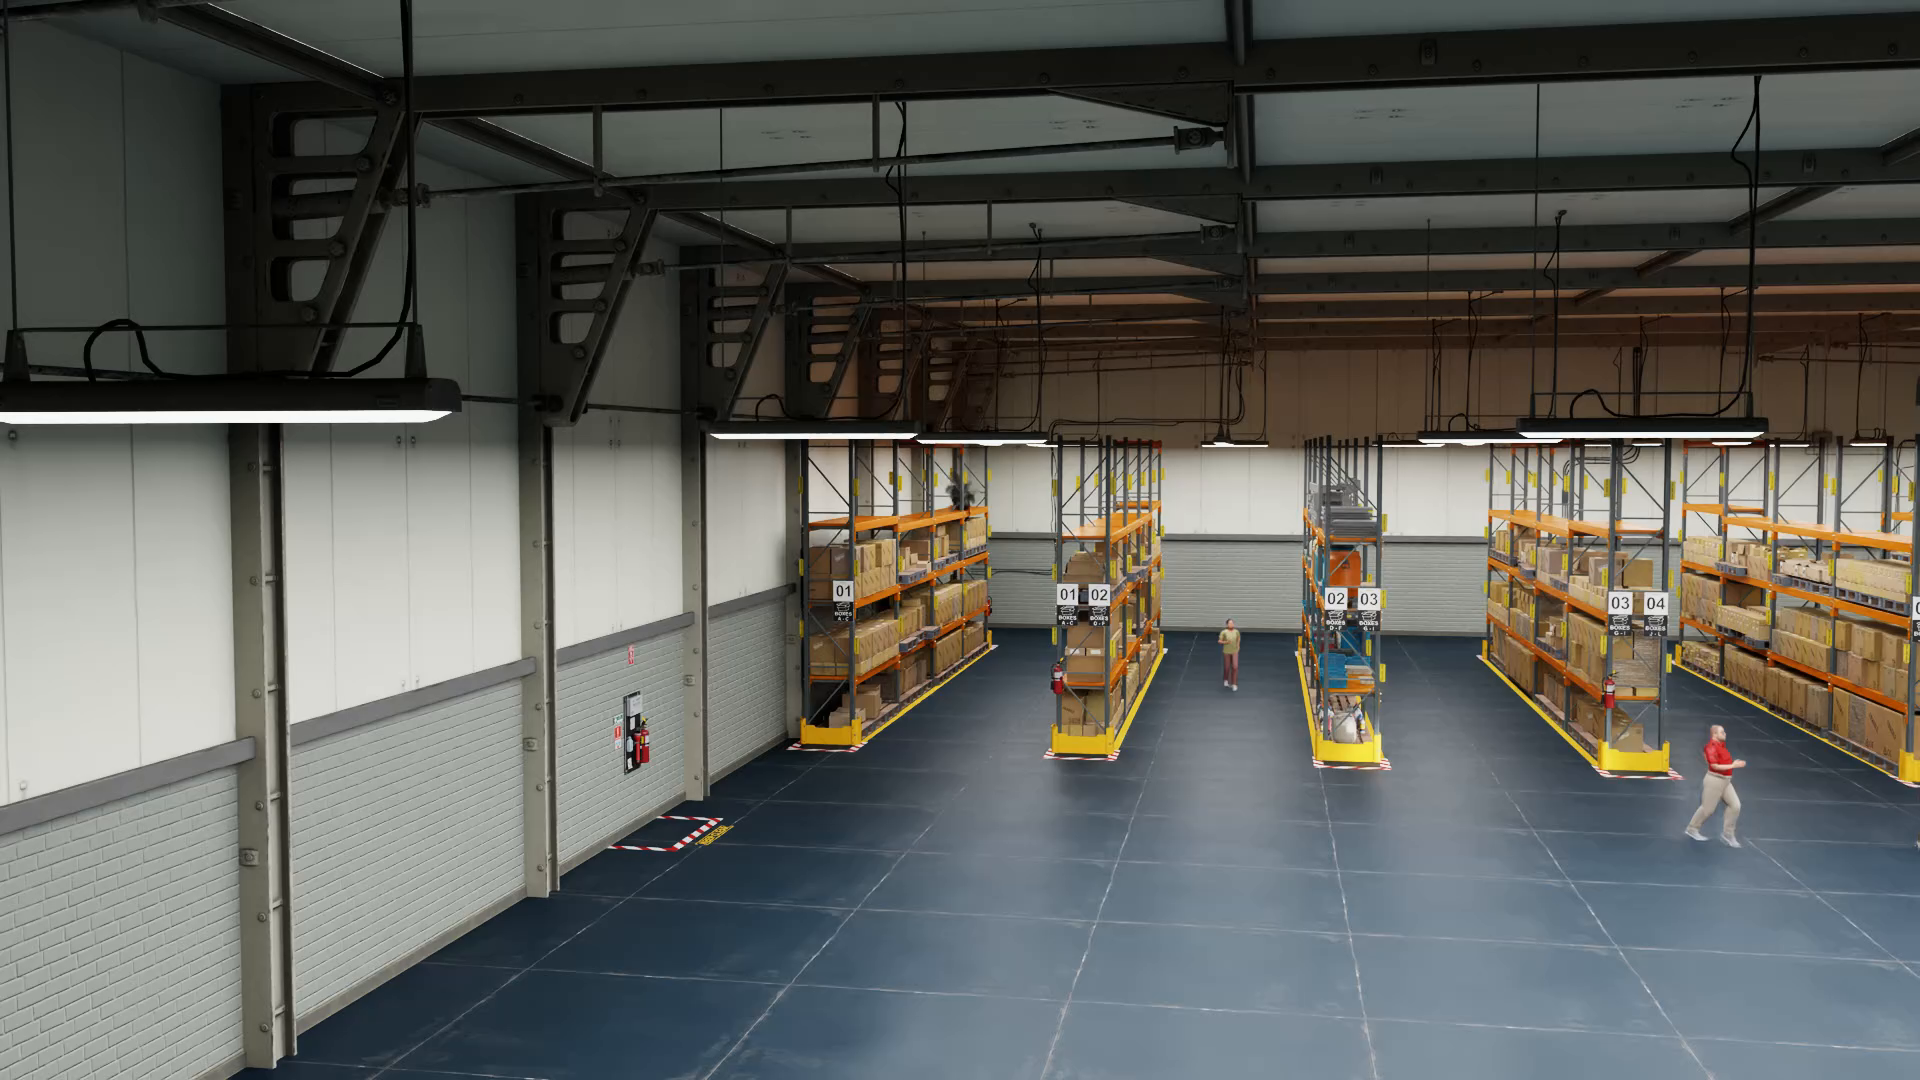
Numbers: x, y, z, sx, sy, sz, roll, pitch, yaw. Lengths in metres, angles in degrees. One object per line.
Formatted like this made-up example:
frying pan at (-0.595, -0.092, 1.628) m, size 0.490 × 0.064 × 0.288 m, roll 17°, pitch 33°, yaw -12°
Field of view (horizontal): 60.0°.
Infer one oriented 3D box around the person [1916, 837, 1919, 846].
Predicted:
person at (13.936, 3.580, 23.357) m, size 0.841 × 1.843 × 0.684 m, roll 3°, pitch 4°, yaw 43°

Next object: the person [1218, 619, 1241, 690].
person at (6.457, 2.707, 39.705) m, size 0.580 × 1.664 × 0.908 m, roll 0°, pitch 3°, yaw -3°

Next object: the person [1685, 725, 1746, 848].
person at (10.942, 3.566, 24.054) m, size 0.792 × 1.801 × 0.637 m, roll 3°, pitch 4°, yaw 42°
